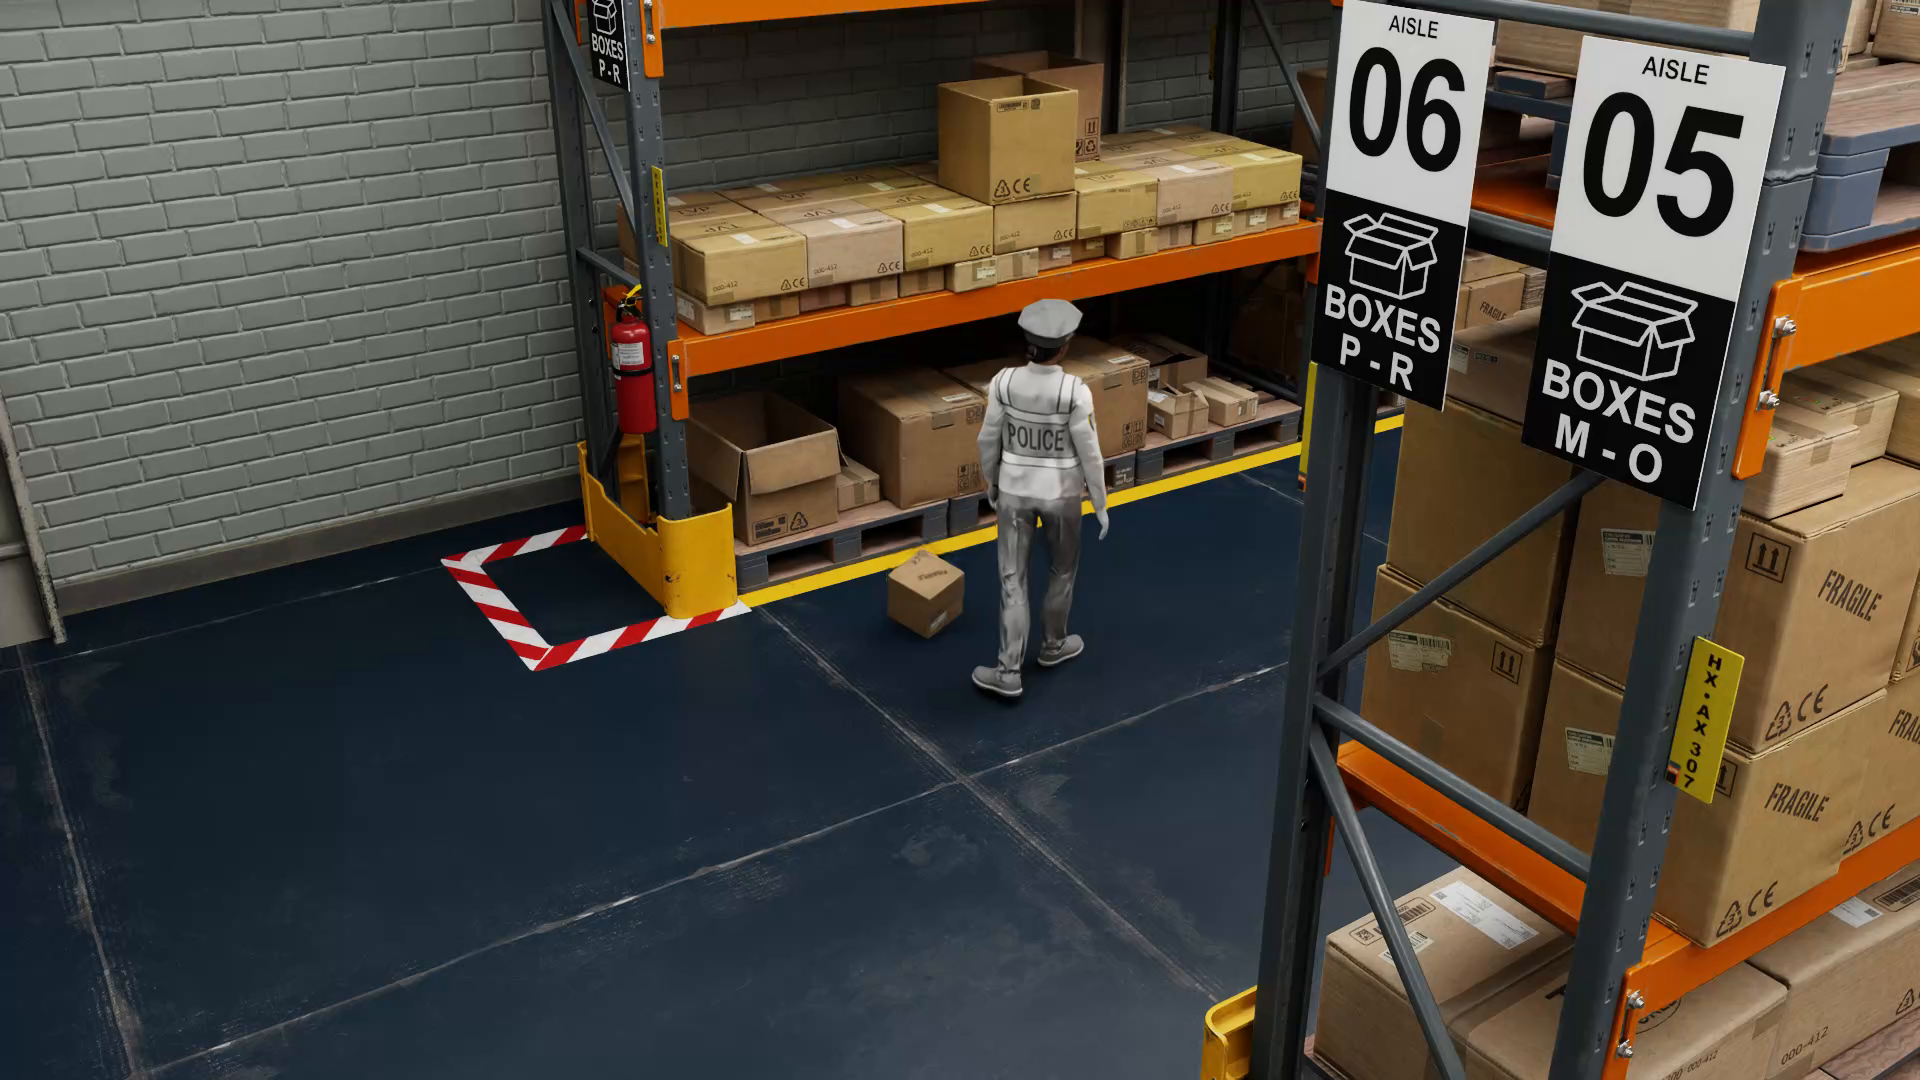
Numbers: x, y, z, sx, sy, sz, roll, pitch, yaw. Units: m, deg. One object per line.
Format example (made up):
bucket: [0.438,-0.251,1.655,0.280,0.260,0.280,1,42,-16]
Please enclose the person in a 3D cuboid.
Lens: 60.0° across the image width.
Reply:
person: [0.342,-0.168,6.950,0.565,1.671,0.621,5,26,11]
